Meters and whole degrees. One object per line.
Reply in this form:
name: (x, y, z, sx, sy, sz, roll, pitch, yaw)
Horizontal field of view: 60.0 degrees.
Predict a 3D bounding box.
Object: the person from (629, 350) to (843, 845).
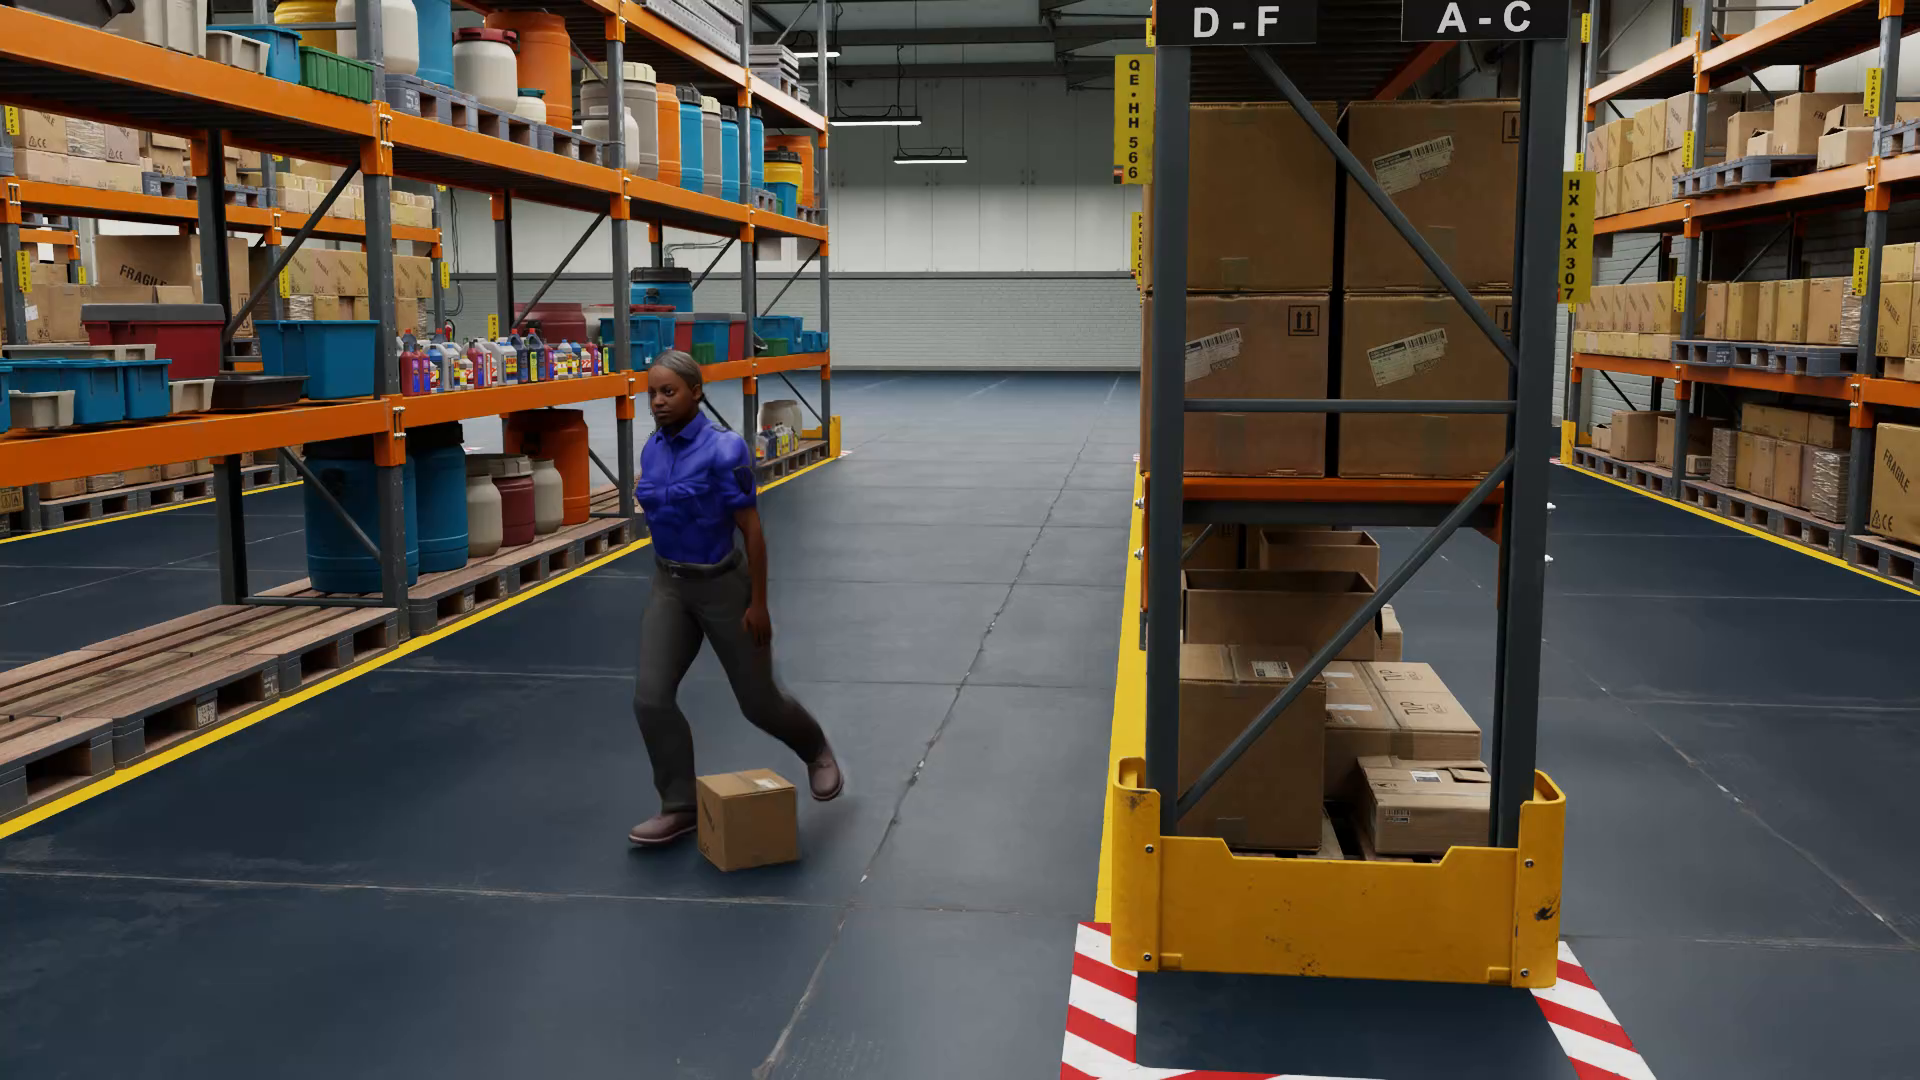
person: (-0.760, 0.169, 5.573, 0.506, 1.611, 0.786, 5, 9, 30)
